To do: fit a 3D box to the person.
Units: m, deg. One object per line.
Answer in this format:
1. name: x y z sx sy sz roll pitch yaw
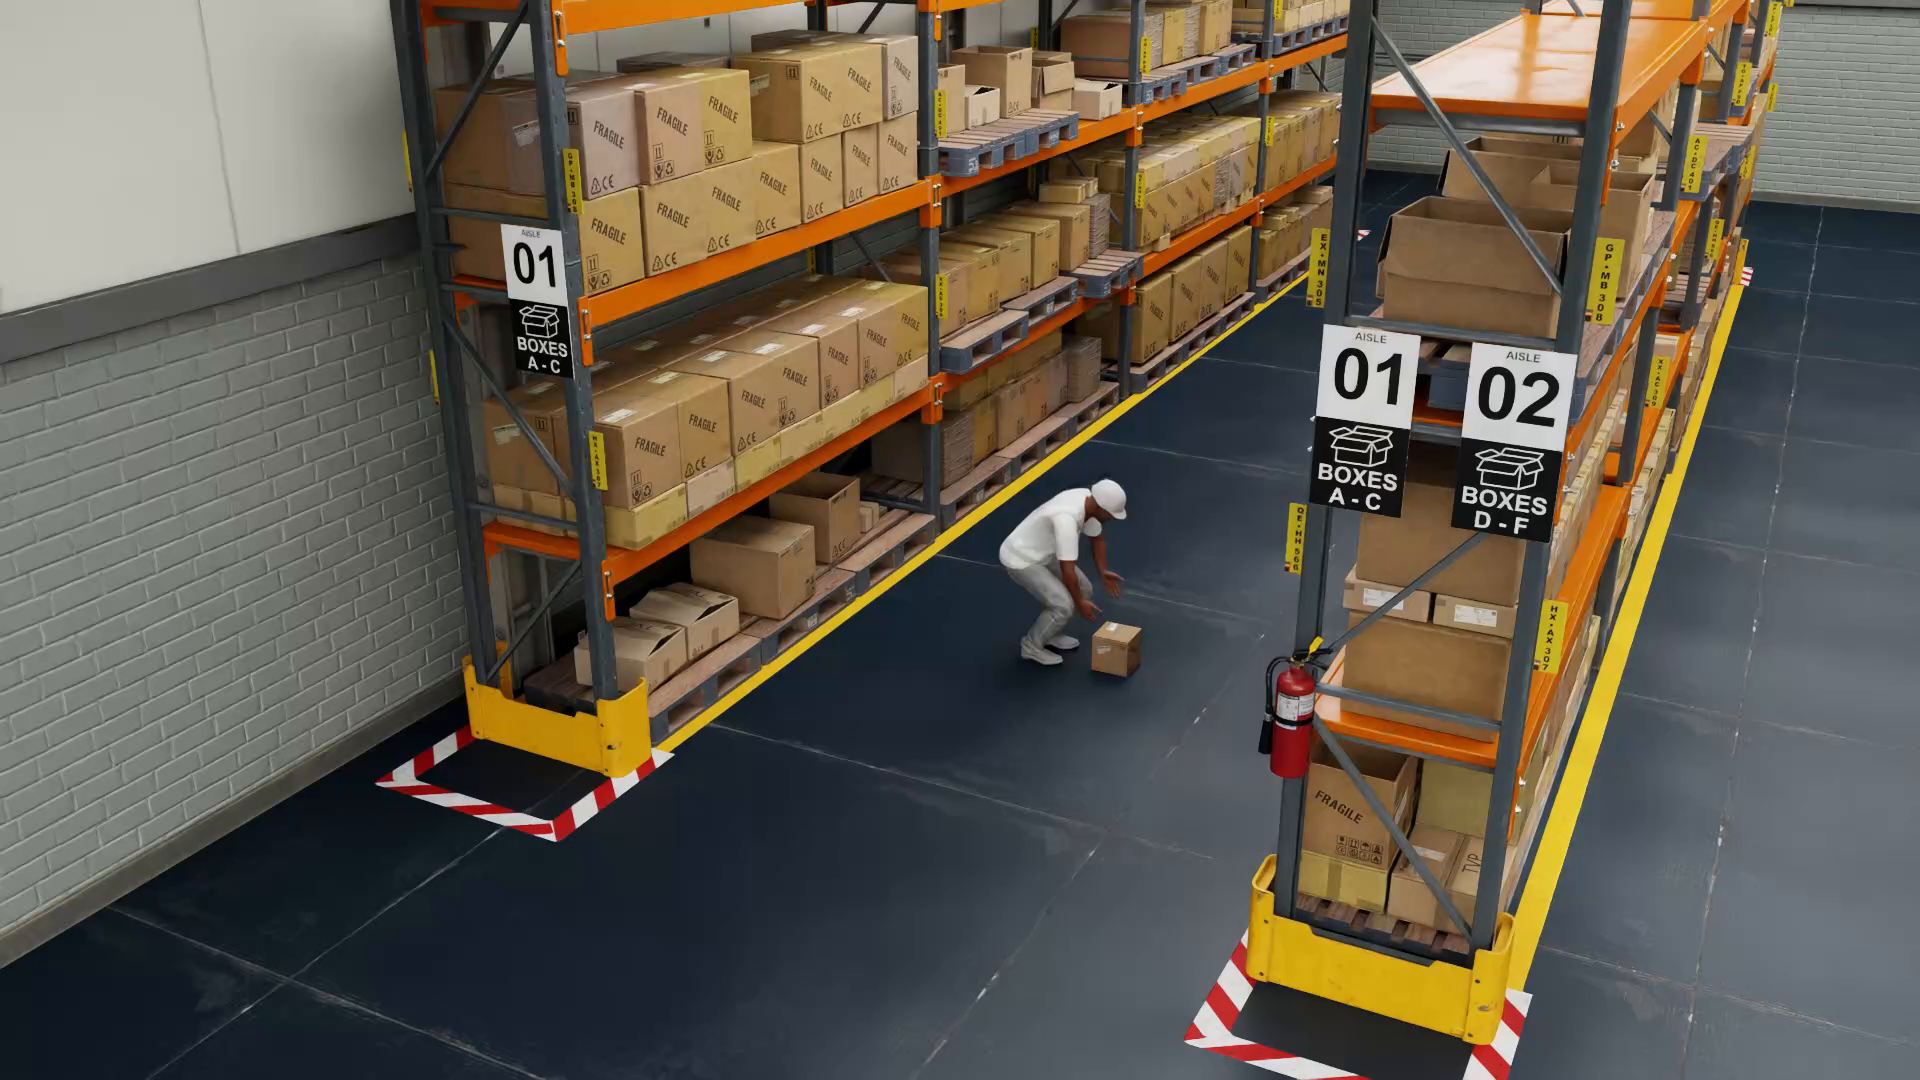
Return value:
1. person: 0.686 0.161 10.963 0.817 1.283 0.627 11 25 25
